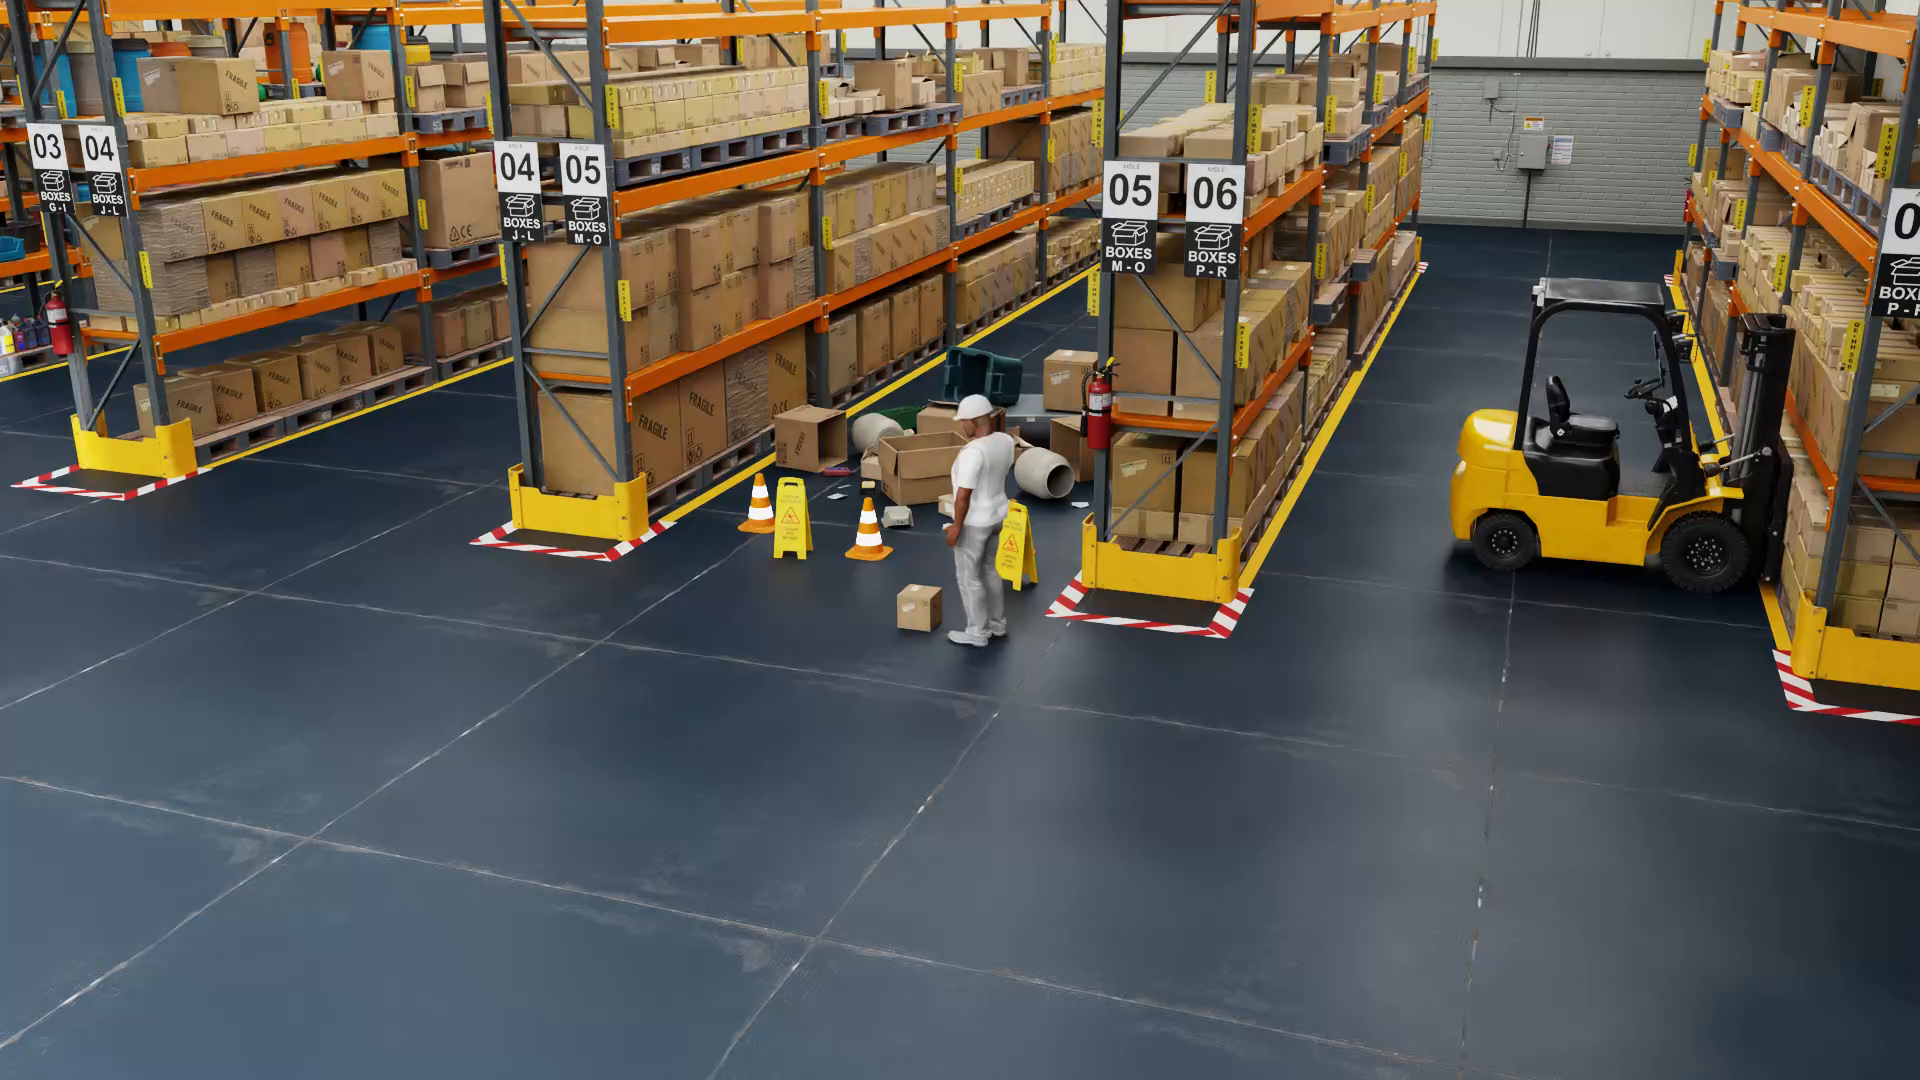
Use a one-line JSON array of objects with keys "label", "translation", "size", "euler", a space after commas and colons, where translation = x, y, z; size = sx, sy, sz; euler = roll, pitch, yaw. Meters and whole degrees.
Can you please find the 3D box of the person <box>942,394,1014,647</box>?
[{"label": "person", "translation": [0.128, -0.139, 11.449], "size": [0.368, 1.761, 0.568], "euler": [11, 22, 30]}]
